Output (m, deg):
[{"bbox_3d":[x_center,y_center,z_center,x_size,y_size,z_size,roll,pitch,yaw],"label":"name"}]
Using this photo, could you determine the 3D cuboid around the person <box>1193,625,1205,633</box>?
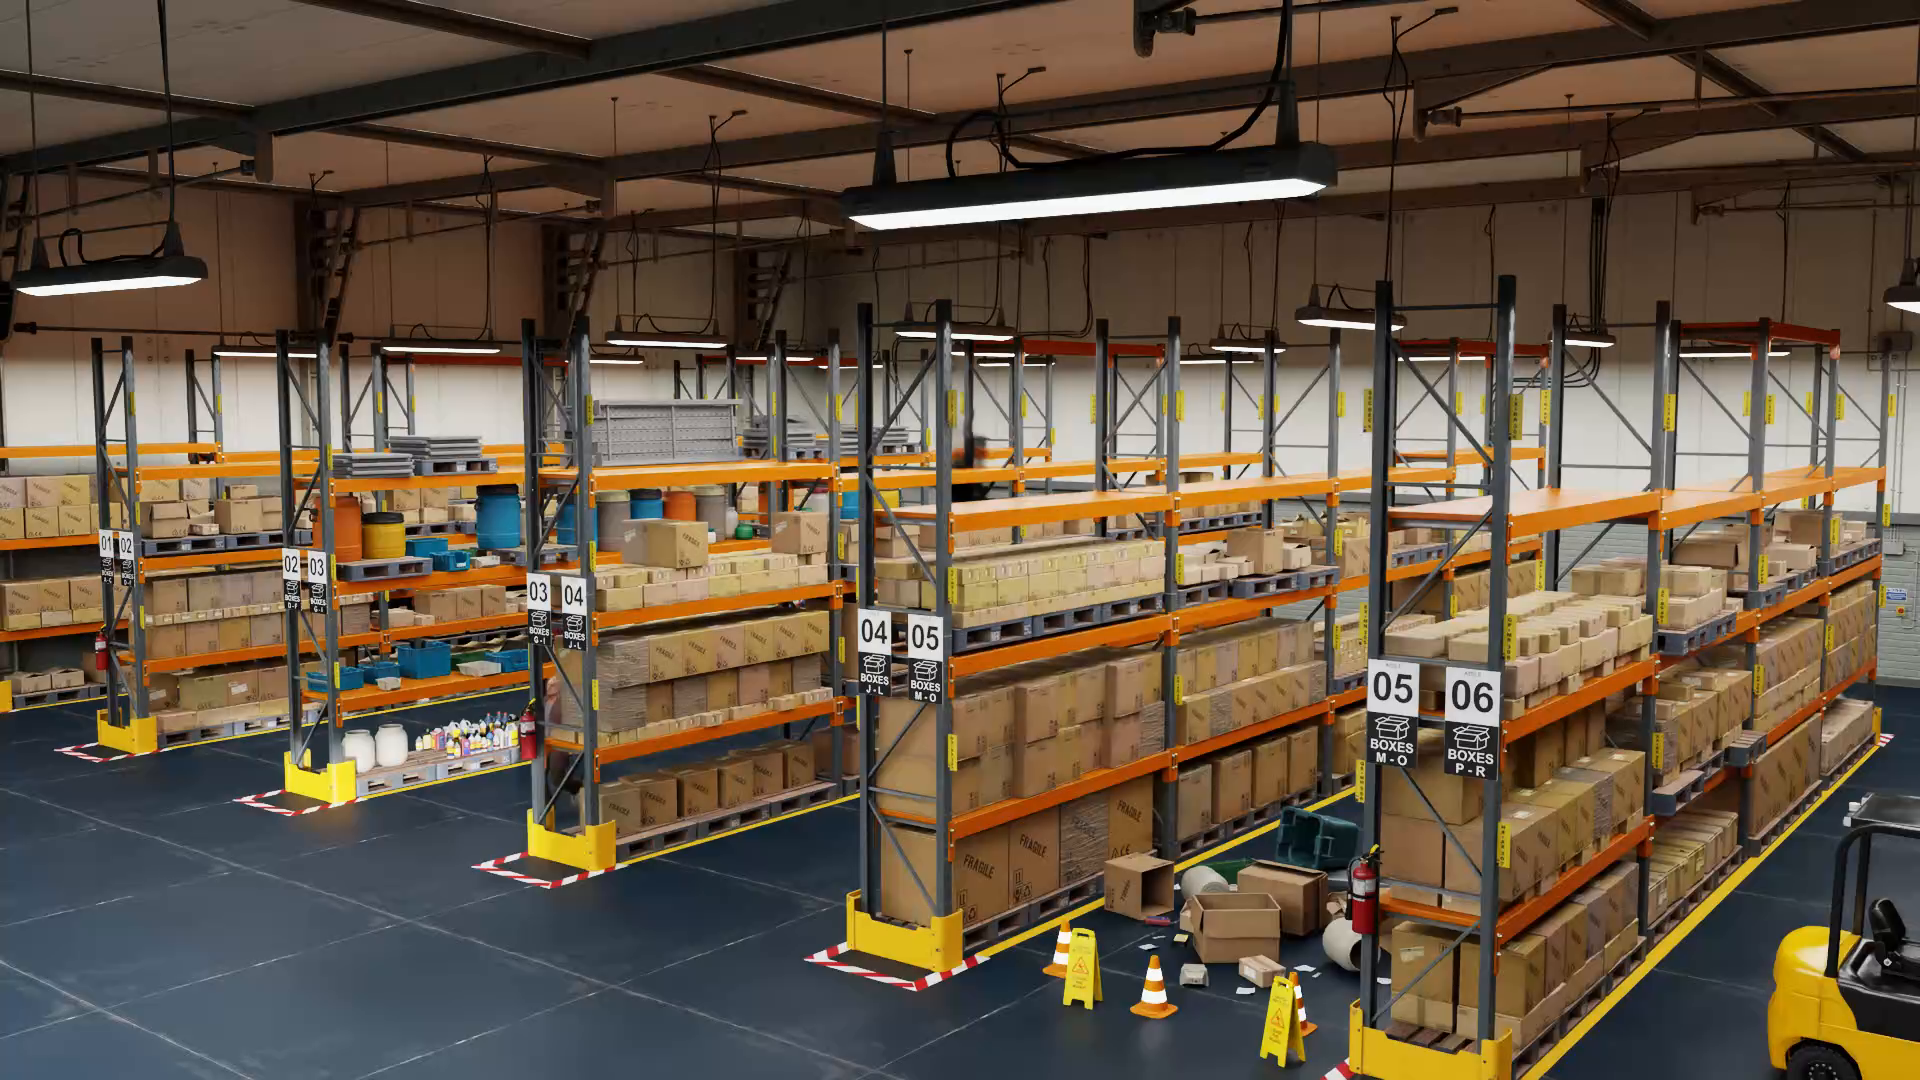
[{"bbox_3d":[3.699,2.109,25.832,0.537,1.570,0.893,3,6,29],"label":"person"}]

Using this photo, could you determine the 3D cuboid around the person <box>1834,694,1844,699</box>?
[{"bbox_3d":[13.851,2.091,26.241,0.637,1.627,0.522,-3,6,-28],"label":"person"}]

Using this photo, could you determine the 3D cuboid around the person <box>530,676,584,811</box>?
[{"bbox_3d":[-4.971,2.531,20.310,0.715,1.735,0.762,2,5,24],"label":"person"}]
